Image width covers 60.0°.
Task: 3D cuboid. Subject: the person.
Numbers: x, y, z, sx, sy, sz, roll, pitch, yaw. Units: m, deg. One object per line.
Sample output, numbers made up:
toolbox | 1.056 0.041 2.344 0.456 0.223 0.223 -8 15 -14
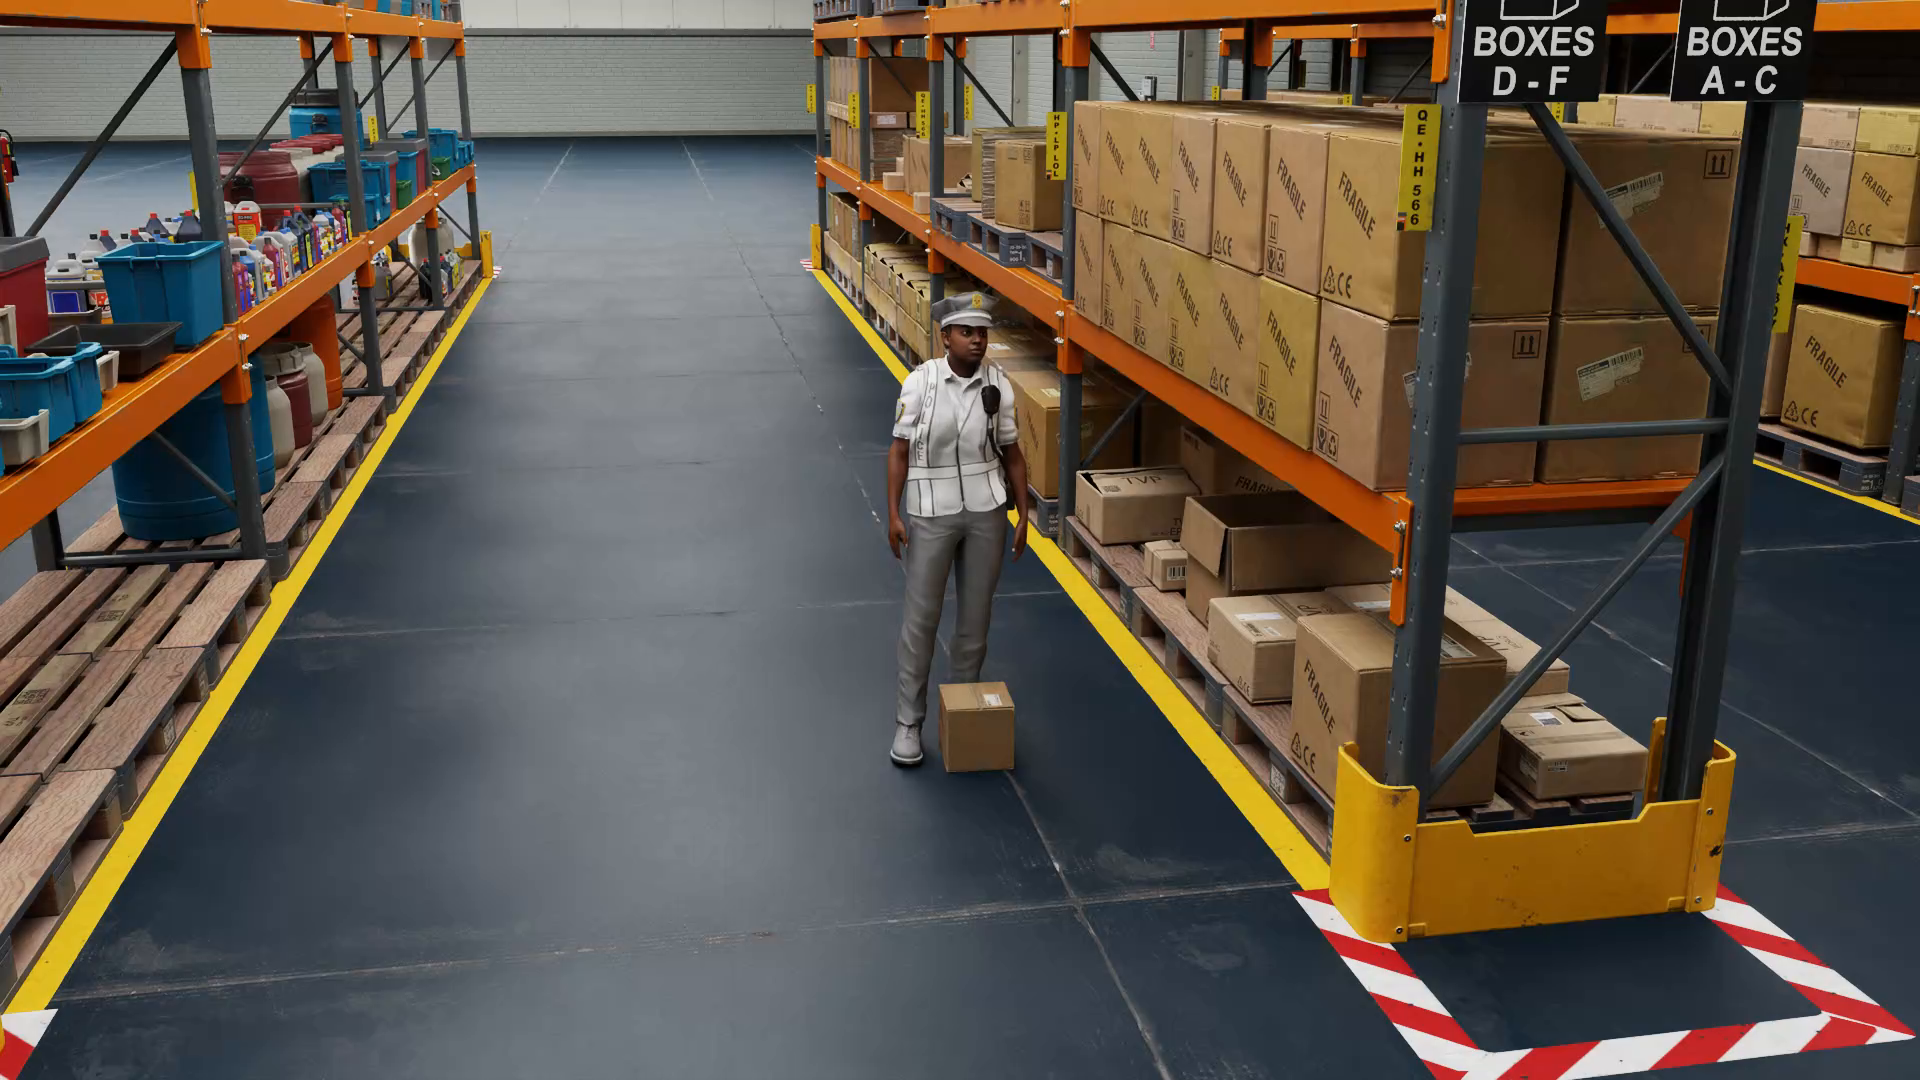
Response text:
person | -0.011 -0.063 6.157 0.570 1.695 0.529 -3 17 -10
